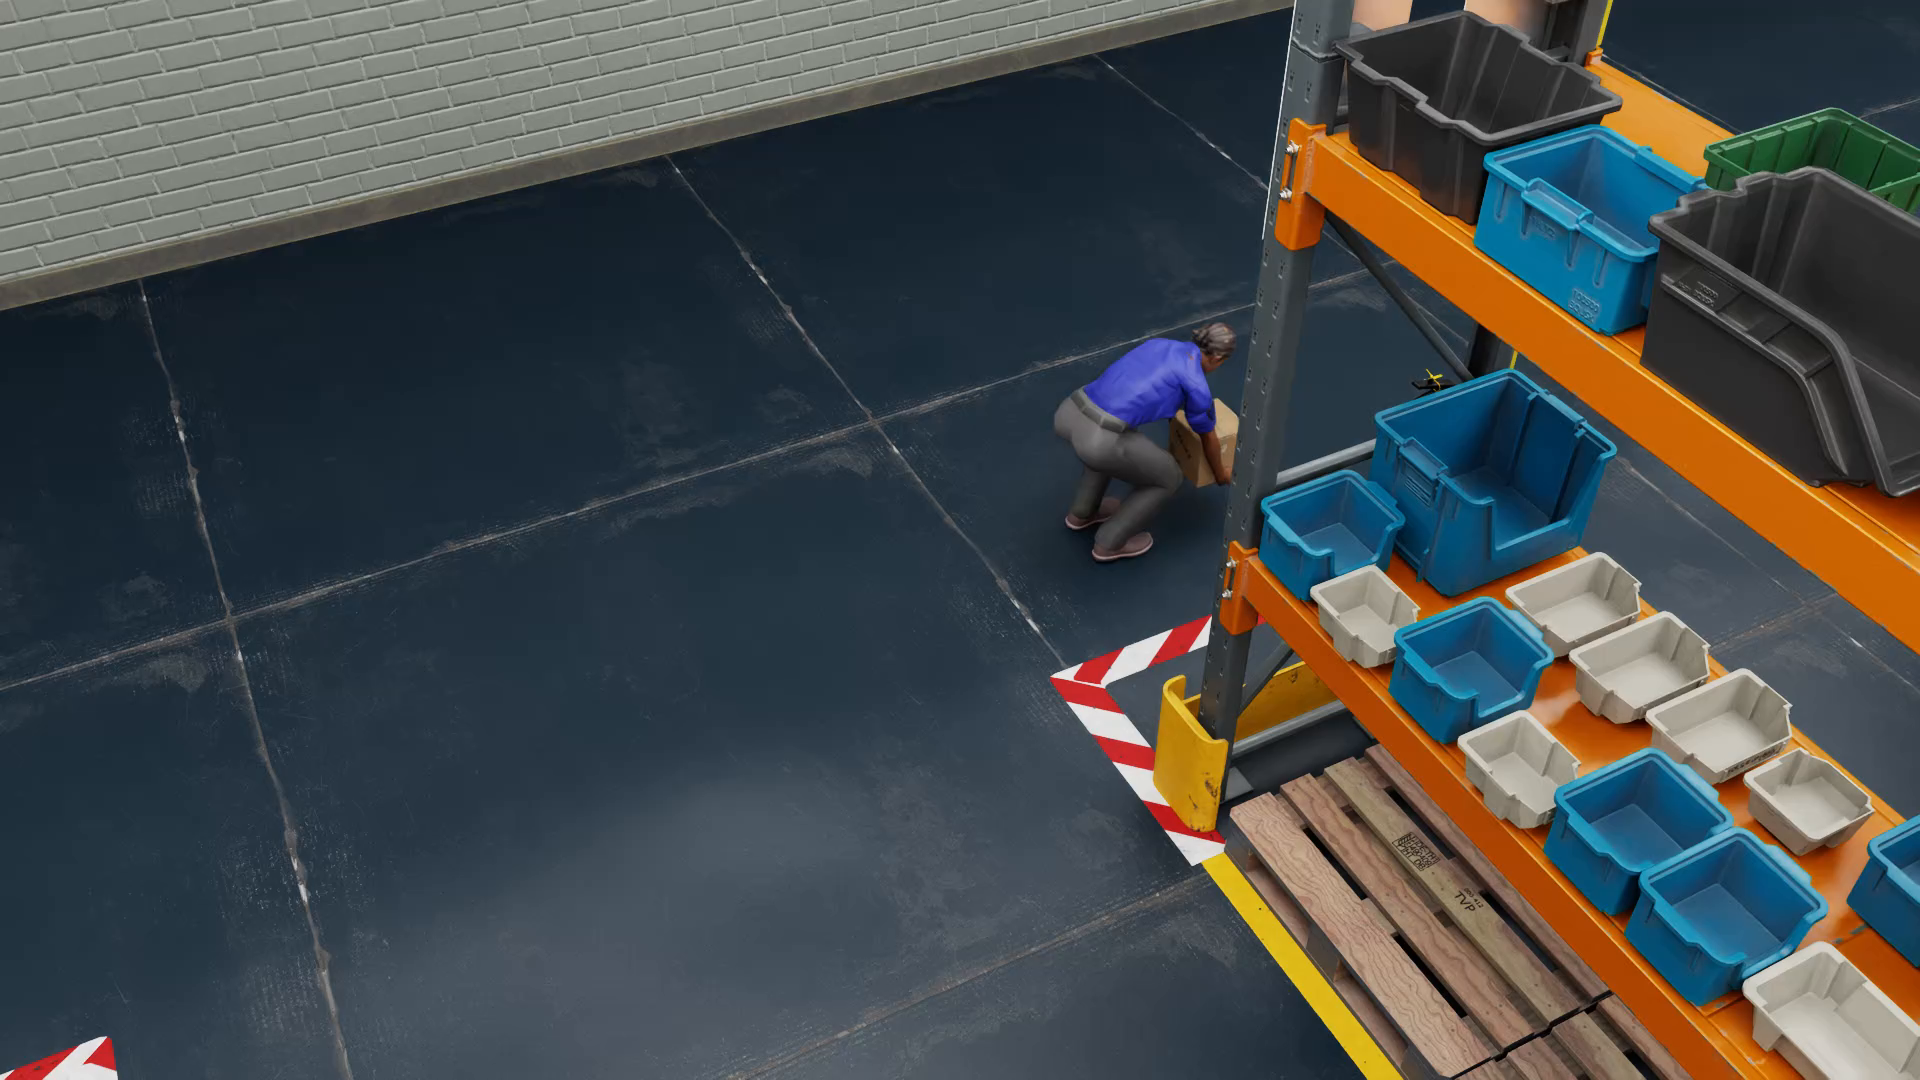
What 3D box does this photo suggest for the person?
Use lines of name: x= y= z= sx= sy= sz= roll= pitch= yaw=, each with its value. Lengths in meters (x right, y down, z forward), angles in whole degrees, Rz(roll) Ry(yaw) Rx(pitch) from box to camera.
person: x=0.798 y=-0.433 z=7.180 sx=0.859 sy=0.963 sz=0.469 roll=-21 pitch=46 yaw=-22
